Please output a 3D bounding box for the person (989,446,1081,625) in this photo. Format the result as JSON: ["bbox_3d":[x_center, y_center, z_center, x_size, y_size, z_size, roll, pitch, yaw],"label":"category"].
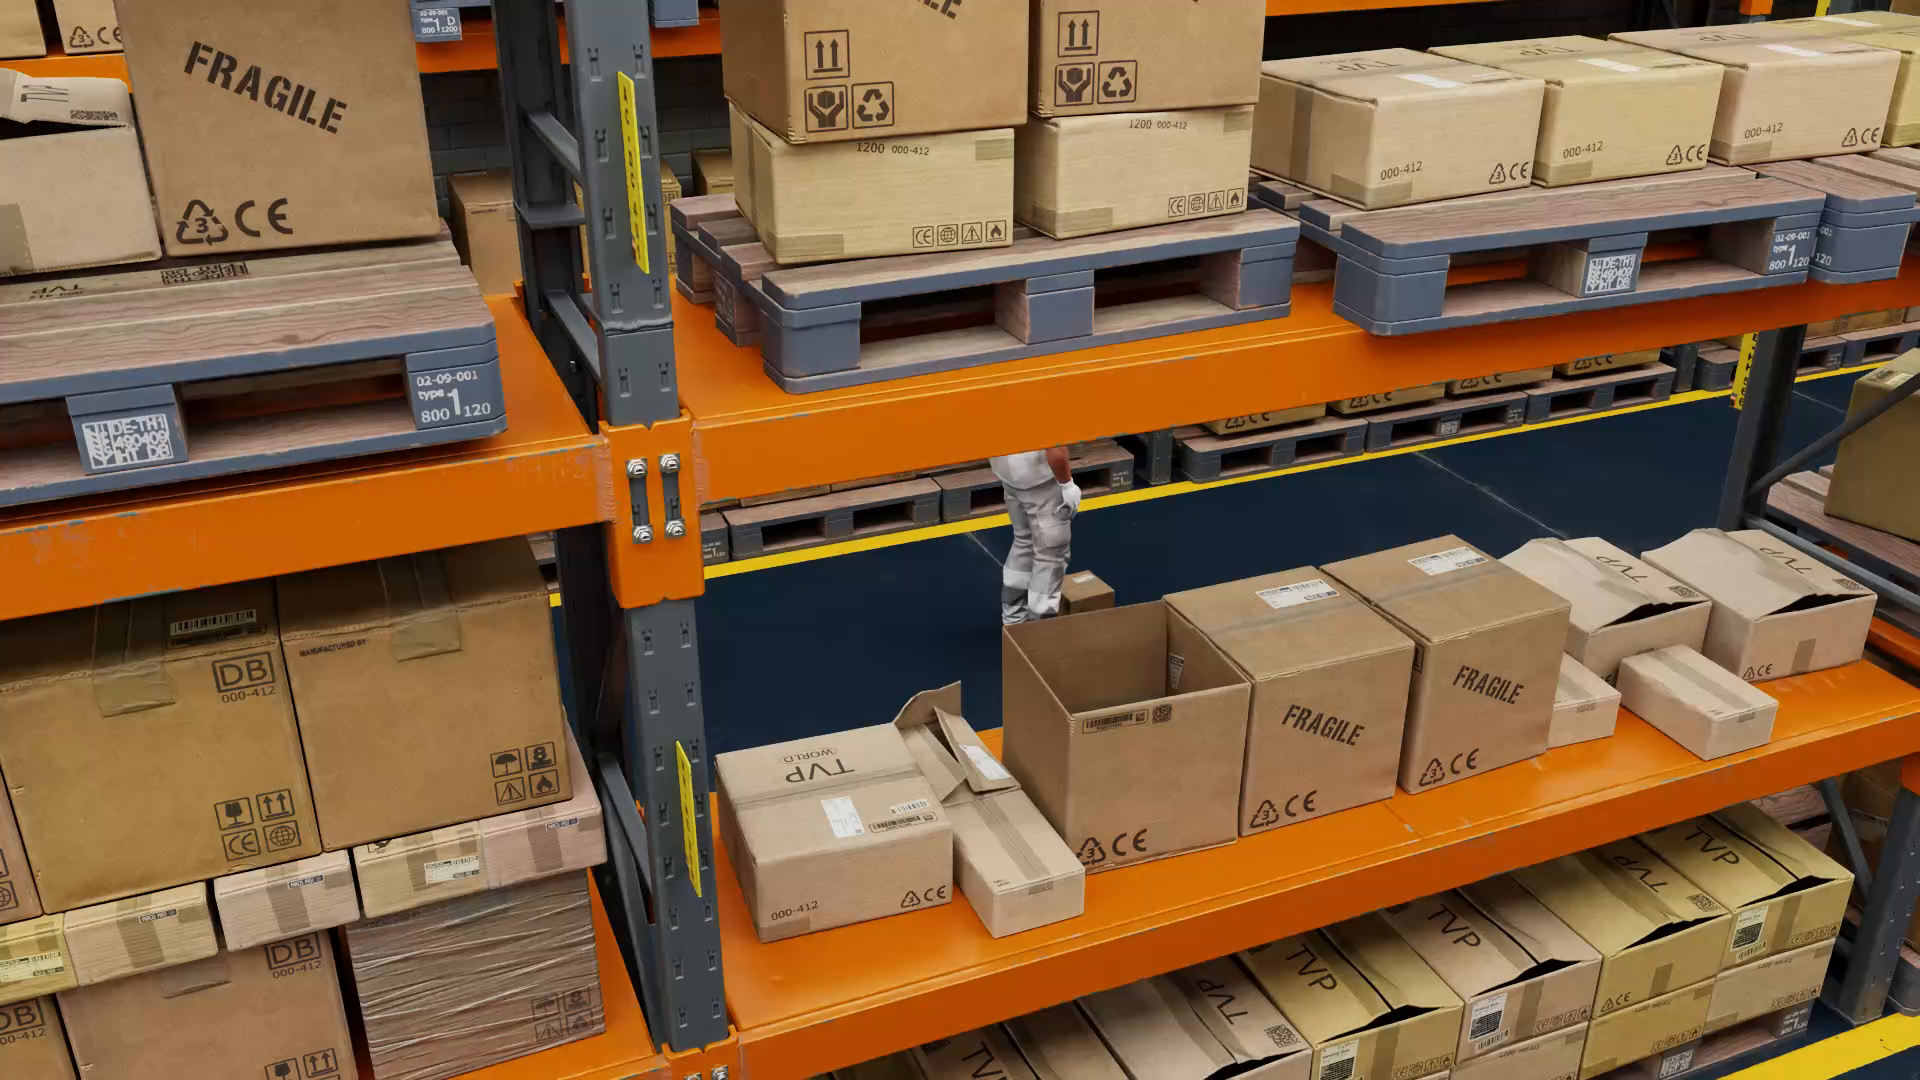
[{"bbox_3d":[0.373,-0.319,7.758,0.452,1.777,0.610,-12,28,-23],"label":"person"}]
